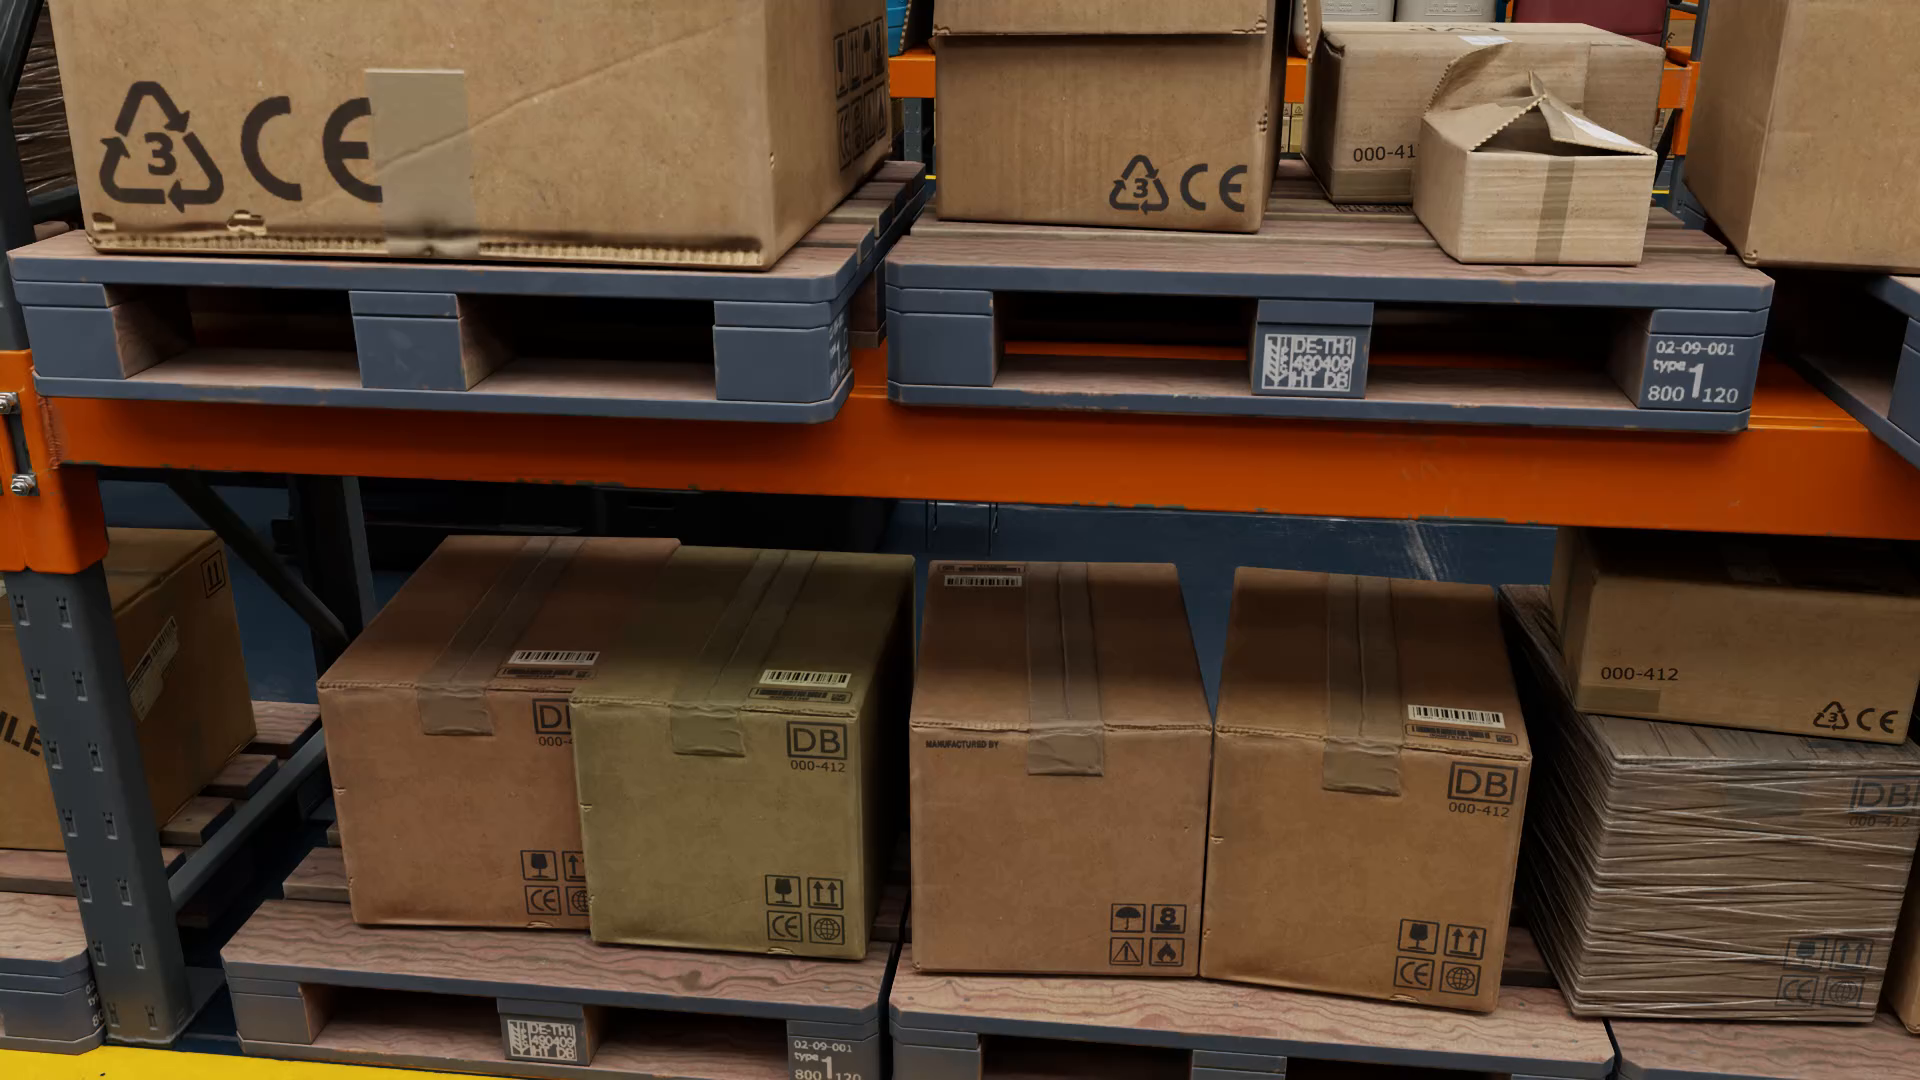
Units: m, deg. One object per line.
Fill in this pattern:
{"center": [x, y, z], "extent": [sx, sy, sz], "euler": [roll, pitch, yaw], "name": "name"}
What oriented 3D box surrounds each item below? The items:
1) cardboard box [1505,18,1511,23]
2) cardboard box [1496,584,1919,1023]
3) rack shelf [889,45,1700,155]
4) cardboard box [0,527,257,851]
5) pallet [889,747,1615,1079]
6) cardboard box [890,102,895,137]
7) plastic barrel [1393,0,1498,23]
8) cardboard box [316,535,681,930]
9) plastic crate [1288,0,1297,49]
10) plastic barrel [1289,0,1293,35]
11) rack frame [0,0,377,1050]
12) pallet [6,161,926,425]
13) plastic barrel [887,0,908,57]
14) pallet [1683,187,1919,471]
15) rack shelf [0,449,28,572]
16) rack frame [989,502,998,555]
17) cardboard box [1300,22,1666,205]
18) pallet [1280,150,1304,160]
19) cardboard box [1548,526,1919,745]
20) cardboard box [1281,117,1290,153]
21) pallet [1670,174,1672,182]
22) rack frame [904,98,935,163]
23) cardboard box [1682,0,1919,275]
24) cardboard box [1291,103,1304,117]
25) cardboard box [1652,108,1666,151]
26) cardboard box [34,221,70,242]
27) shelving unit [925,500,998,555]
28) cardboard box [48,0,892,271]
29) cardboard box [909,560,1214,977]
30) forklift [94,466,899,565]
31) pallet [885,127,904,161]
{"center": [4.978, -5.009, 16.383], "extent": [0.750, 0.750, 0.750], "euler": [2, 22, 6], "name": "cardboard box"}
{"center": [1.295, 0.449, 3.026], "extent": [0.500, 0.500, 0.700], "euler": [1, 22, 2], "name": "cardboard box"}
{"center": [1.112, -2.028, 7.469], "extent": [4.000, 0.370, 1.077], "euler": [2, 22, 6], "name": "rack shelf"}
{"center": [-1.850, 0.294, 3.445], "extent": [0.500, 0.500, 0.500], "euler": [2, 22, 5], "name": "cardboard box"}
{"center": [0.531, 0.741, 3.279], "extent": [1.213, 0.211, 1.003], "euler": [2, 22, 6], "name": "pallet"}
{"center": [-0.774, -3.115, 12.407], "extent": [0.500, 0.250, 0.500], "euler": [2, 22, 6], "name": "cardboard box"}
{"center": [2.051, -2.295, 7.013], "extent": [0.421, 0.512, 0.421], "euler": [0, 22, 0], "name": "plastic barrel"}
{"center": [-0.850, 0.351, 3.273], "extent": [0.500, 0.500, 0.700], "euler": [1, 22, 2], "name": "cardboard box"}
{"center": [1.529, -2.488, 7.566], "extent": [0.583, 0.464, 0.402], "euler": [2, 22, 6], "name": "plastic crate"}
{"center": [1.208, -2.341, 7.096], "extent": [0.433, 0.535, 0.433], "euler": [0, 22, 0], "name": "plastic barrel"}
{"center": [-1.457, -0.641, 2.982], "extent": [0.127, 3.000, 1.000], "euler": [2, 22, 6], "name": "rack frame"}
{"center": [-0.716, -0.466, 2.799], "extent": [1.213, 0.211, 1.003], "euler": [2, 22, 6], "name": "pallet"}
{"center": [-0.527, -2.555, 7.141], "extent": [0.708, 0.901, 0.600], "euler": [2, 22, 6], "name": "plastic barrel"}
{"center": [1.795, -0.371, 2.559], "extent": [1.003, 0.211, 1.213], "euler": [2, 22, 6], "name": "pallet"}
{"center": [-3.444, -0.393, 3.333], "extent": [4.000, 0.370, 1.077], "euler": [2, 22, 6], "name": "rack shelf"}
{"center": [0.109, -0.414, 5.262], "extent": [0.006, 0.900, 0.240], "euler": [2, 22, 6], "name": "rack frame"}
{"center": [0.877, -0.750, 2.890], "extent": [0.500, 0.250, 0.500], "euler": [2, 22, 5], "name": "cardboard box"}
{"center": [2.871, -2.838, 12.331], "extent": [1.213, 0.211, 1.003], "euler": [2, 22, 6], "name": "pallet"}
{"center": [1.318, 0.104, 2.879], "extent": [0.500, 0.250, 0.500], "euler": [5, 22, 12], "name": "cardboard box"}
{"center": [2.122, -2.979, 12.064], "extent": [0.500, 0.250, 0.500], "euler": [3, 22, 8], "name": "cardboard box"}
{"center": [5.629, -2.688, 11.952], "extent": [1.213, 0.211, 1.003], "euler": [2, 22, 6], "name": "pallet"}
{"center": [-0.288, -4.258, 12.130], "extent": [0.127, 3.000, 1.000], "euler": [2, 22, 6], "name": "rack frame"}
{"center": [1.408, -0.706, 2.439], "extent": [0.500, 0.500, 0.700], "euler": [6, 22, 14], "name": "cardboard box"}
{"center": [2.618, -3.215, 11.898], "extent": [0.500, 0.311, 0.500], "euler": [2, 22, 5], "name": "cardboard box"}
{"center": [4.623, -2.982, 11.705], "extent": [0.500, 0.500, 0.500], "euler": [2, 22, 4], "name": "cardboard box"}
{"center": [-1.706, -0.426, 2.780], "extent": [0.250, 0.149, 0.380], "euler": [2, 22, 6], "name": "cardboard box"}
{"center": [0.008, -0.418, 5.273], "extent": [0.210, 0.900, 0.258], "euler": [2, 22, 6], "name": "shelving unit"}
{"center": [-0.685, -1.030, 2.578], "extent": [1.000, 1.000, 1.000], "euler": [3, 22, 7], "name": "cardboard box"}
{"center": [0.177, 0.403, 3.143], "extent": [0.500, 0.500, 0.700], "euler": [1, 22, 2], "name": "cardboard box"}
{"center": [-1.721, -1.468, 5.167], "extent": [3.031, 2.935, 1.130], "euler": [3, 22, 7], "name": "forklift"}
{"center": [-1.073, -3.011, 12.768], "extent": [1.213, 0.211, 1.003], "euler": [2, 22, 6], "name": "pallet"}
